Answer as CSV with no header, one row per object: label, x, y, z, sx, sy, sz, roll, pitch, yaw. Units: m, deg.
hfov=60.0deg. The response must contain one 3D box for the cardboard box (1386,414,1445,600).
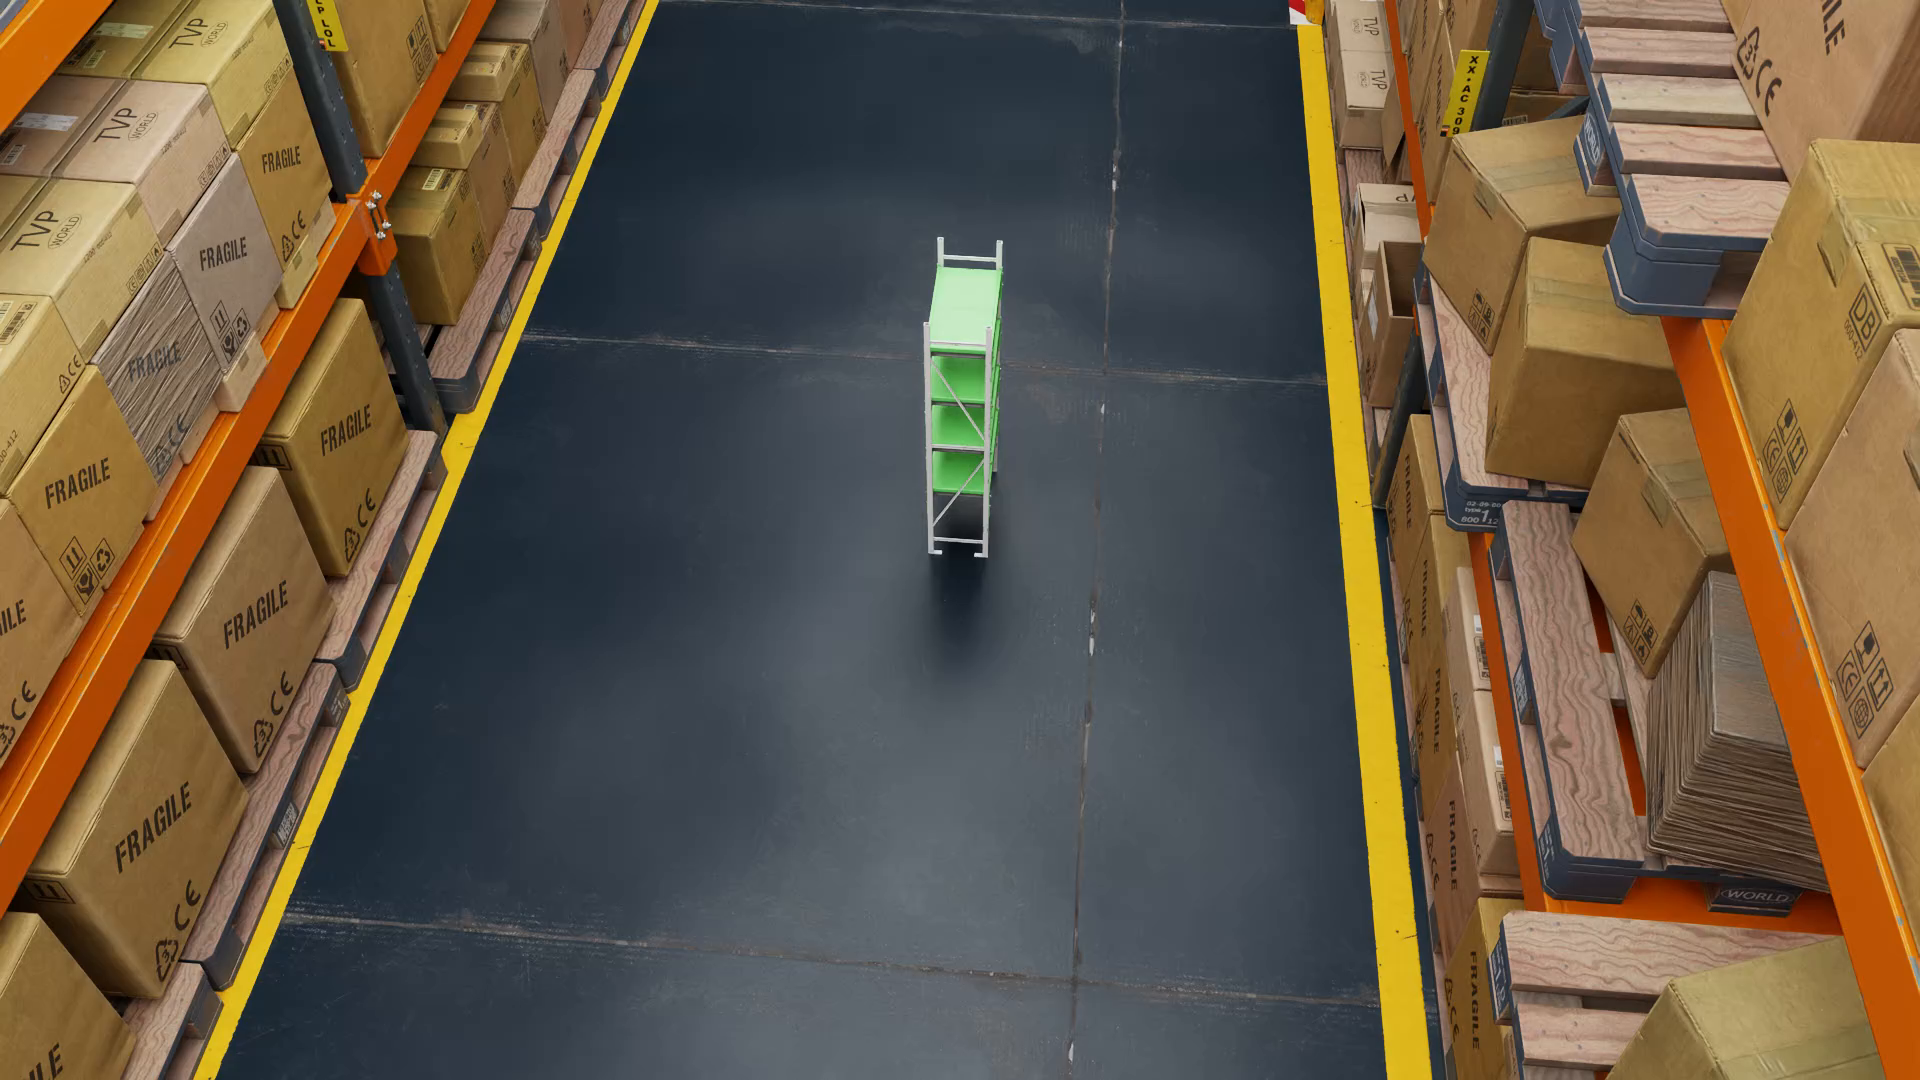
cardboard box,1.926,-0.116,6.245,0.500,0.500,0.500,2,48,2

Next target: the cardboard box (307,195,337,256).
cardboard box,-2.469,-1.135,5.938,0.380,0.149,0.250,4,48,4

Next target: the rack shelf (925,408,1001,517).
rack shelf,0.015,-0.321,6.669,0.258,0.148,0.480,4,48,4

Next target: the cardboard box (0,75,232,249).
cardboard box,-2.564,-1.139,4.994,0.500,0.250,0.500,5,48,4

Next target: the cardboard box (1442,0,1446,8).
cardboard box,2.045,-2.287,6.089,0.500,0.500,0.500,3,48,3

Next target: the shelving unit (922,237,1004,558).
shelving unit,0.015,-0.527,6.444,0.258,1.200,0.503,4,48,4

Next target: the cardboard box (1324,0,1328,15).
cardboard box,2.197,-2.991,9.113,0.380,0.149,0.250,4,48,4

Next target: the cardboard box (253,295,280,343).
cardboard box,-2.537,-0.761,5.596,0.380,0.149,0.250,5,48,5

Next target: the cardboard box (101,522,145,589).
cardboard box,-2.664,-0.010,4.909,0.380,0.149,0.250,5,48,5

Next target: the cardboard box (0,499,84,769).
cardboard box,-2.683,0.229,4.250,0.500,0.500,0.500,4,48,3

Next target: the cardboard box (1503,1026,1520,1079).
cardboard box,1.701,1.487,4.271,0.500,0.250,0.500,6,48,5

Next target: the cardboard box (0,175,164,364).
cardboard box,-2.611,-0.764,4.651,0.500,0.250,0.500,5,48,4

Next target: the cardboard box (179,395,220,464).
cardboard box,-2.591,-0.387,5.254,0.380,0.149,0.250,4,48,4

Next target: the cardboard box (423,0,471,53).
cardboard box,-2.583,-2.515,6.840,0.980,0.700,0.700,3,48,3

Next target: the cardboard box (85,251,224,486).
cardboard box,-2.602,-0.521,4.937,0.500,0.500,0.500,4,48,4

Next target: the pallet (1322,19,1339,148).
pallet,2.499,-2.506,8.925,1.003,0.211,1.213,4,48,4

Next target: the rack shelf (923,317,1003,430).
rack shelf,0.015,-0.645,6.314,0.258,0.148,0.480,4,48,4

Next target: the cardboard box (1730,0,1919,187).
cardboard box,1.975,-1.026,3.229,0.600,0.600,0.600,2,48,2

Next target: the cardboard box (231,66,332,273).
cardboard box,-2.511,-1.265,5.617,0.500,0.500,0.500,3,48,3

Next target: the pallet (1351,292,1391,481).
pallet,2.277,-0.713,7.286,1.003,0.211,1.213,4,48,4

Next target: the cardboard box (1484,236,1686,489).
cardboard box,1.948,-0.483,4.832,0.700,0.500,0.500,11,48,10

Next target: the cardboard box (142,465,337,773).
cardboard box,-2.728,0.243,5.693,0.750,0.750,0.750,5,48,5

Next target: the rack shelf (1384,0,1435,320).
rack shelf,2.395,-2.377,7.405,1.077,0.370,4.000,4,48,4

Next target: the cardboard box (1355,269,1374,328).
cardboard box,1.957,-1.054,7.341,0.380,0.149,0.250,4,48,4

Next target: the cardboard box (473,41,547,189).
cardboard box,-2.452,-2.067,8.043,0.700,0.500,0.500,5,48,4

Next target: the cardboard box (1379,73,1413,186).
cardboard box,2.379,-1.837,7.817,0.797,0.503,0.637,4,48,4

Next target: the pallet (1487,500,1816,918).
pallet,2.021,0.425,4.485,1.003,0.211,1.213,4,48,4

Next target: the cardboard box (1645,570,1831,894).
cardboard box,2.067,0.484,3.948,0.700,0.500,0.500,12,49,11

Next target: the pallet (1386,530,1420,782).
pallet,2.177,0.391,6.275,1.003,0.211,1.213,4,48,4

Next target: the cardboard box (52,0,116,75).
cardboard box,-3.022,-1.554,5.373,0.500,0.250,0.500,5,48,5

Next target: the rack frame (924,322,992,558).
rack frame,-0.007,-0.347,6.280,0.240,1.200,0.015,4,48,4

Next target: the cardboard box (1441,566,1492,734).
cardboard box,1.835,0.366,5.296,0.500,0.250,0.500,4,48,4

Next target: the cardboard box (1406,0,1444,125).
cardboard box,2.049,-1.947,6.456,0.500,0.500,0.500,5,48,5

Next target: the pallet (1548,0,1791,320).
pallet,1.992,-0.862,3.626,1.213,0.211,1.003,4,48,4

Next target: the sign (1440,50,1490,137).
sign,1.672,-1.473,5.504,0.100,0.325,0.005,4,48,4

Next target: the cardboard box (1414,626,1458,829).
cardboard box,1.836,0.644,5.550,0.500,0.500,0.500,4,48,4

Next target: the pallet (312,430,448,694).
pallet,-2.716,0.033,6.603,1.003,0.211,1.213,4,48,4

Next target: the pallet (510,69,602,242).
pallet,-2.465,-1.992,8.455,1.003,0.211,1.213,4,48,4

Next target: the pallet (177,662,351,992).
pallet,-2.824,0.932,5.781,1.003,0.211,1.213,4,48,4

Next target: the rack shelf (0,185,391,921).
rack shelf,-2.903,0.232,5.018,1.077,0.370,4.000,4,48,4

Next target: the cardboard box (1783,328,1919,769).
cardboard box,1.901,0.046,2.601,0.910,0.500,0.500,4,48,4

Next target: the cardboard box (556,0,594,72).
cardboard box,-2.366,-2.829,8.740,0.700,0.500,0.500,4,48,3

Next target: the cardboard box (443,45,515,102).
cardboard box,-2.290,-2.163,7.691,0.380,0.149,0.250,3,48,2

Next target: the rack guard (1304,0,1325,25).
rack guard,2.571,-3.190,9.355,1.175,0.500,0.348,4,48,4

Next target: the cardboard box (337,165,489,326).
cardboard box,-2.550,-1.321,7.361,0.700,0.500,0.500,4,48,4

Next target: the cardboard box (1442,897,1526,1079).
cardboard box,1.747,1.401,4.857,0.500,0.500,0.500,2,48,2

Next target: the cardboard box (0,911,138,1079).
cardboard box,-2.887,1.511,4.533,0.750,0.750,0.750,3,48,3

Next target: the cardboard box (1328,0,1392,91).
cardboard box,2.200,-2.562,8.652,0.500,0.250,0.500,4,48,4

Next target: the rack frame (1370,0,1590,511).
rack frame,2.213,-1.150,5.795,1.000,3.000,0.127,4,48,4
